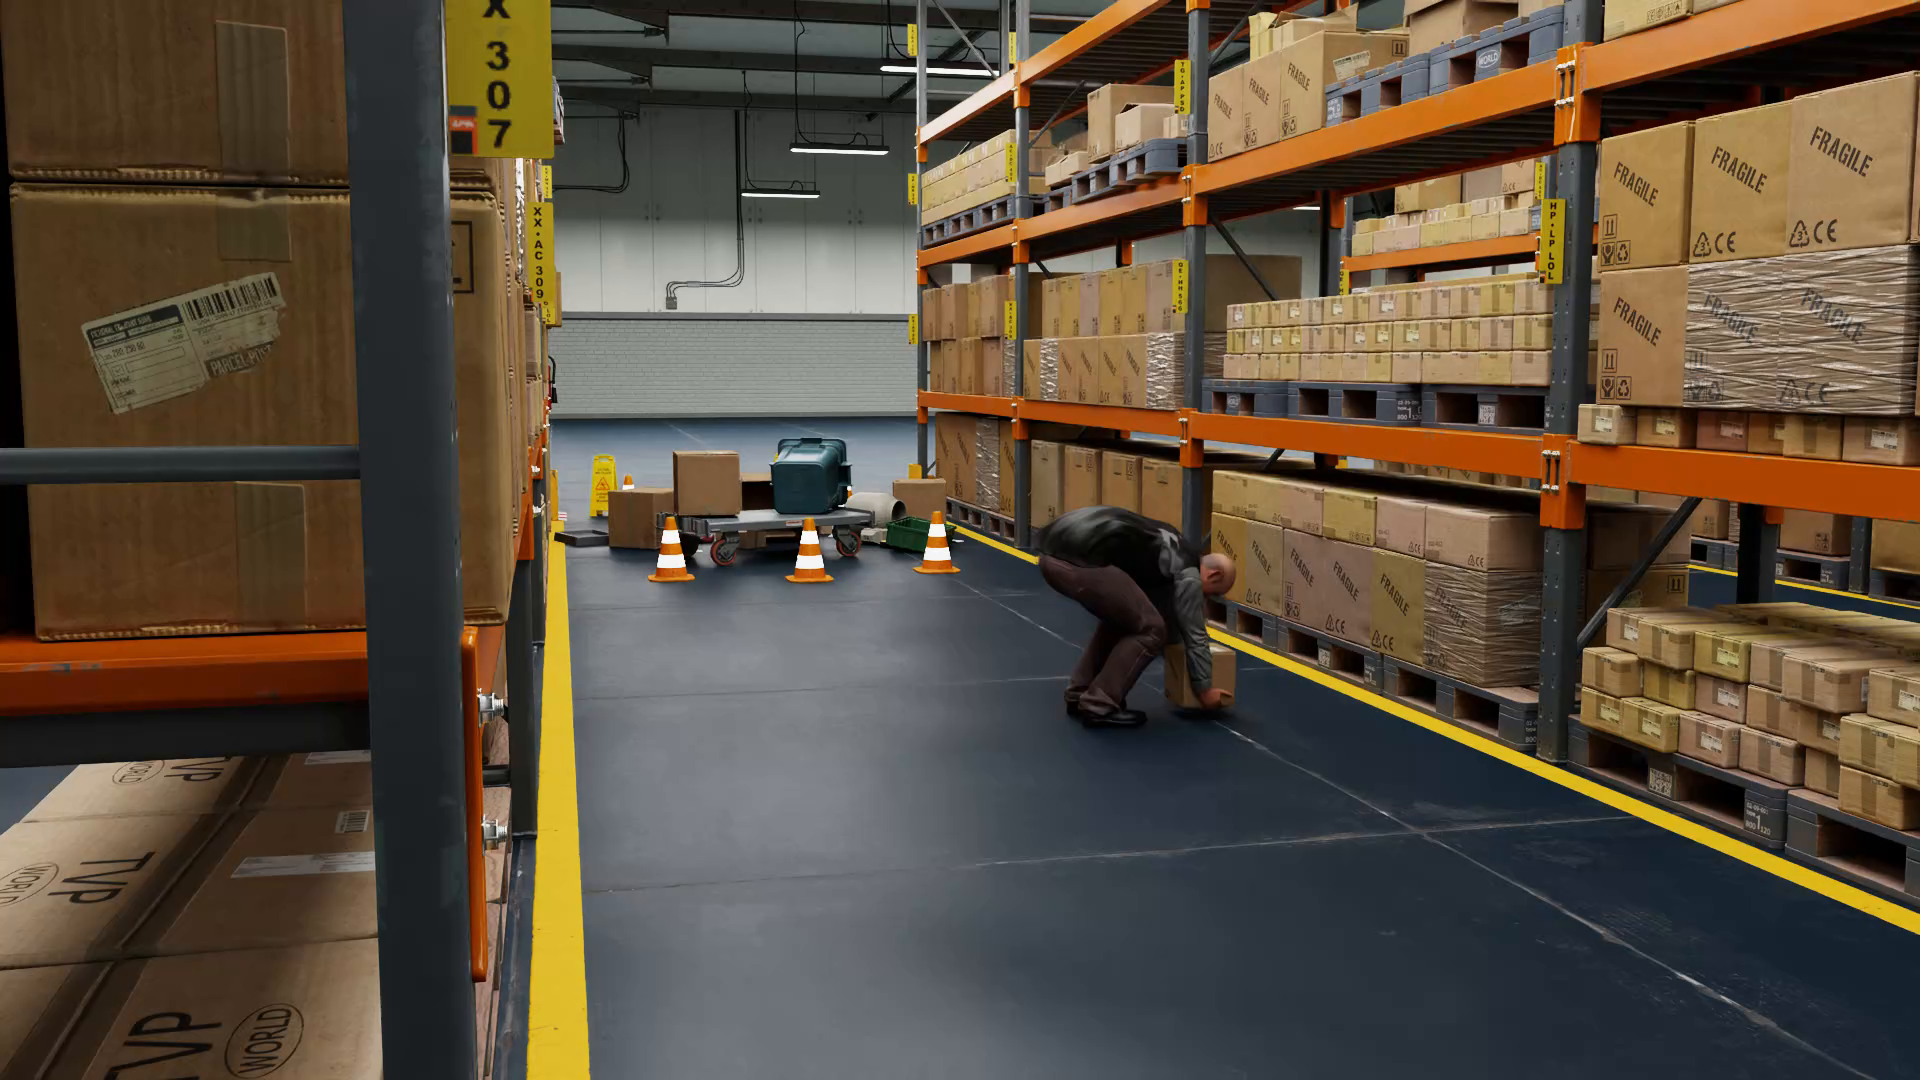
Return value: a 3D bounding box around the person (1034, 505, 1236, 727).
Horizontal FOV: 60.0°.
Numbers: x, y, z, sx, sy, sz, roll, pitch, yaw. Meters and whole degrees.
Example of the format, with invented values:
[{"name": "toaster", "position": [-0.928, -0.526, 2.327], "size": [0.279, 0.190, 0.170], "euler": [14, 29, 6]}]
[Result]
[{"name": "person", "position": [0.812, 0.323, 7.549], "size": [0.944, 0.974, 0.512], "euler": [-2, 6, -16]}]
